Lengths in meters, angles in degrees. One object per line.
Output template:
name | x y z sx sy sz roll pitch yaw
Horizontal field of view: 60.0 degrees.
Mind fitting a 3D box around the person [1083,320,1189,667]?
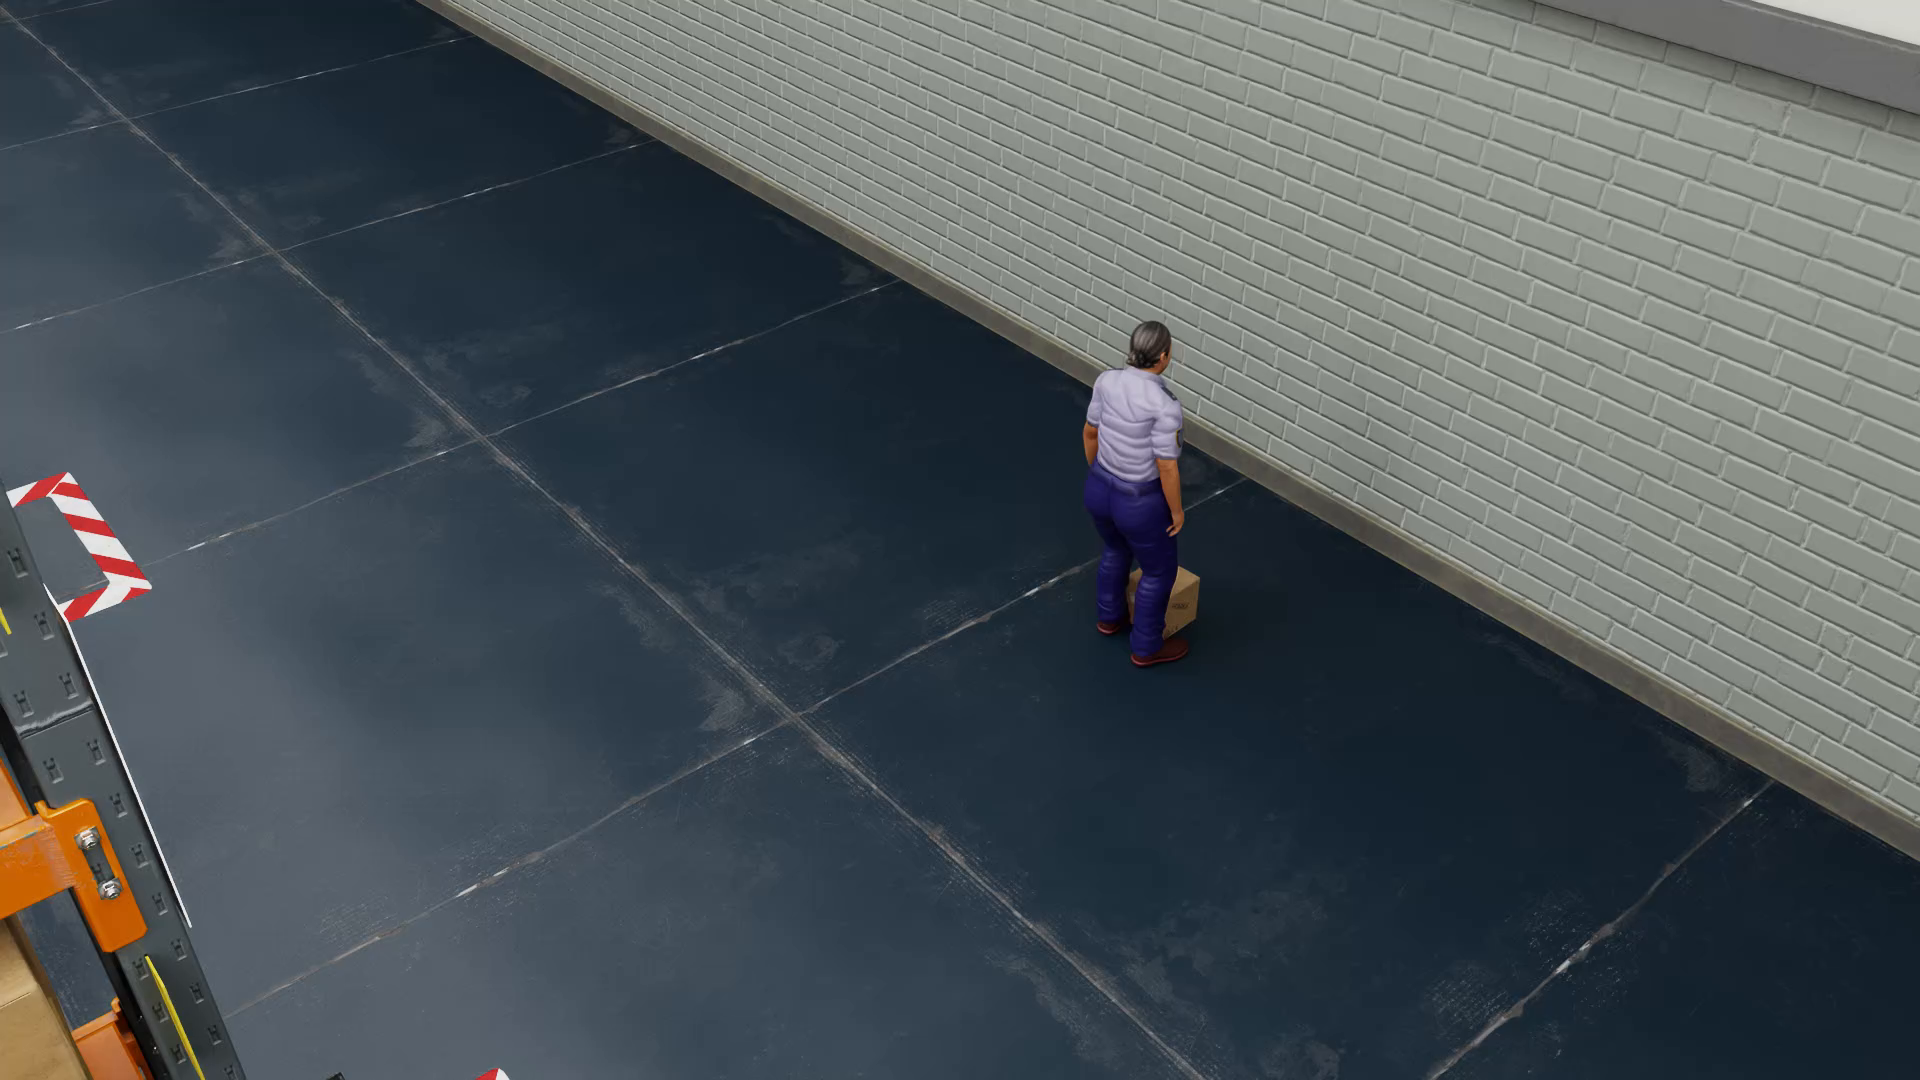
person | 0.797 -0.208 7.368 0.425 1.650 0.553 -29 45 -34
